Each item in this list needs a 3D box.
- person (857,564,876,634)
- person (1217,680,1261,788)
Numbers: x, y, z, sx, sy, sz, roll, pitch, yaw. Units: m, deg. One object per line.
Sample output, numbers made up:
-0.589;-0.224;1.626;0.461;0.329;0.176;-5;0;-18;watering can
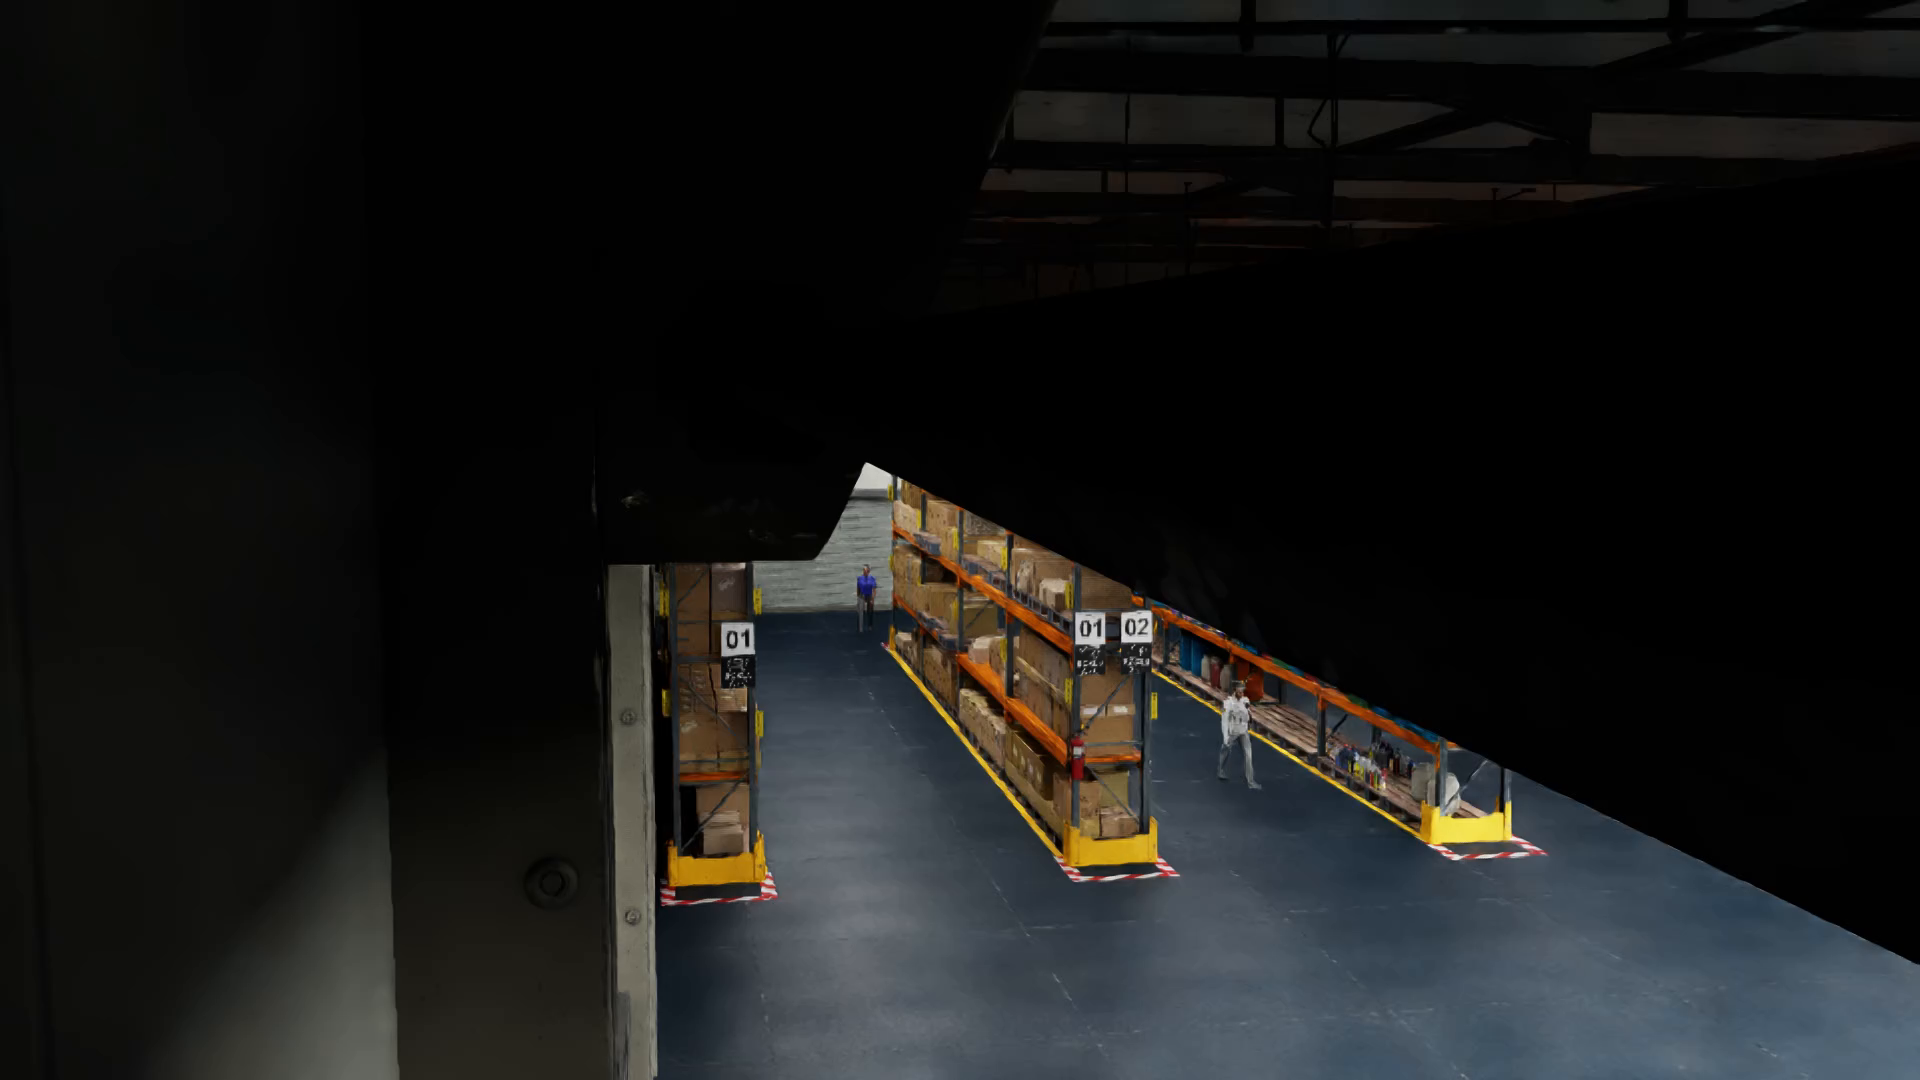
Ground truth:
-2.163;1.361;38.585;0.444;1.572;0.981;0;6;-1;person
4.116;2.845;24.740;0.498;1.582;1.075;-1;6;-12;person
